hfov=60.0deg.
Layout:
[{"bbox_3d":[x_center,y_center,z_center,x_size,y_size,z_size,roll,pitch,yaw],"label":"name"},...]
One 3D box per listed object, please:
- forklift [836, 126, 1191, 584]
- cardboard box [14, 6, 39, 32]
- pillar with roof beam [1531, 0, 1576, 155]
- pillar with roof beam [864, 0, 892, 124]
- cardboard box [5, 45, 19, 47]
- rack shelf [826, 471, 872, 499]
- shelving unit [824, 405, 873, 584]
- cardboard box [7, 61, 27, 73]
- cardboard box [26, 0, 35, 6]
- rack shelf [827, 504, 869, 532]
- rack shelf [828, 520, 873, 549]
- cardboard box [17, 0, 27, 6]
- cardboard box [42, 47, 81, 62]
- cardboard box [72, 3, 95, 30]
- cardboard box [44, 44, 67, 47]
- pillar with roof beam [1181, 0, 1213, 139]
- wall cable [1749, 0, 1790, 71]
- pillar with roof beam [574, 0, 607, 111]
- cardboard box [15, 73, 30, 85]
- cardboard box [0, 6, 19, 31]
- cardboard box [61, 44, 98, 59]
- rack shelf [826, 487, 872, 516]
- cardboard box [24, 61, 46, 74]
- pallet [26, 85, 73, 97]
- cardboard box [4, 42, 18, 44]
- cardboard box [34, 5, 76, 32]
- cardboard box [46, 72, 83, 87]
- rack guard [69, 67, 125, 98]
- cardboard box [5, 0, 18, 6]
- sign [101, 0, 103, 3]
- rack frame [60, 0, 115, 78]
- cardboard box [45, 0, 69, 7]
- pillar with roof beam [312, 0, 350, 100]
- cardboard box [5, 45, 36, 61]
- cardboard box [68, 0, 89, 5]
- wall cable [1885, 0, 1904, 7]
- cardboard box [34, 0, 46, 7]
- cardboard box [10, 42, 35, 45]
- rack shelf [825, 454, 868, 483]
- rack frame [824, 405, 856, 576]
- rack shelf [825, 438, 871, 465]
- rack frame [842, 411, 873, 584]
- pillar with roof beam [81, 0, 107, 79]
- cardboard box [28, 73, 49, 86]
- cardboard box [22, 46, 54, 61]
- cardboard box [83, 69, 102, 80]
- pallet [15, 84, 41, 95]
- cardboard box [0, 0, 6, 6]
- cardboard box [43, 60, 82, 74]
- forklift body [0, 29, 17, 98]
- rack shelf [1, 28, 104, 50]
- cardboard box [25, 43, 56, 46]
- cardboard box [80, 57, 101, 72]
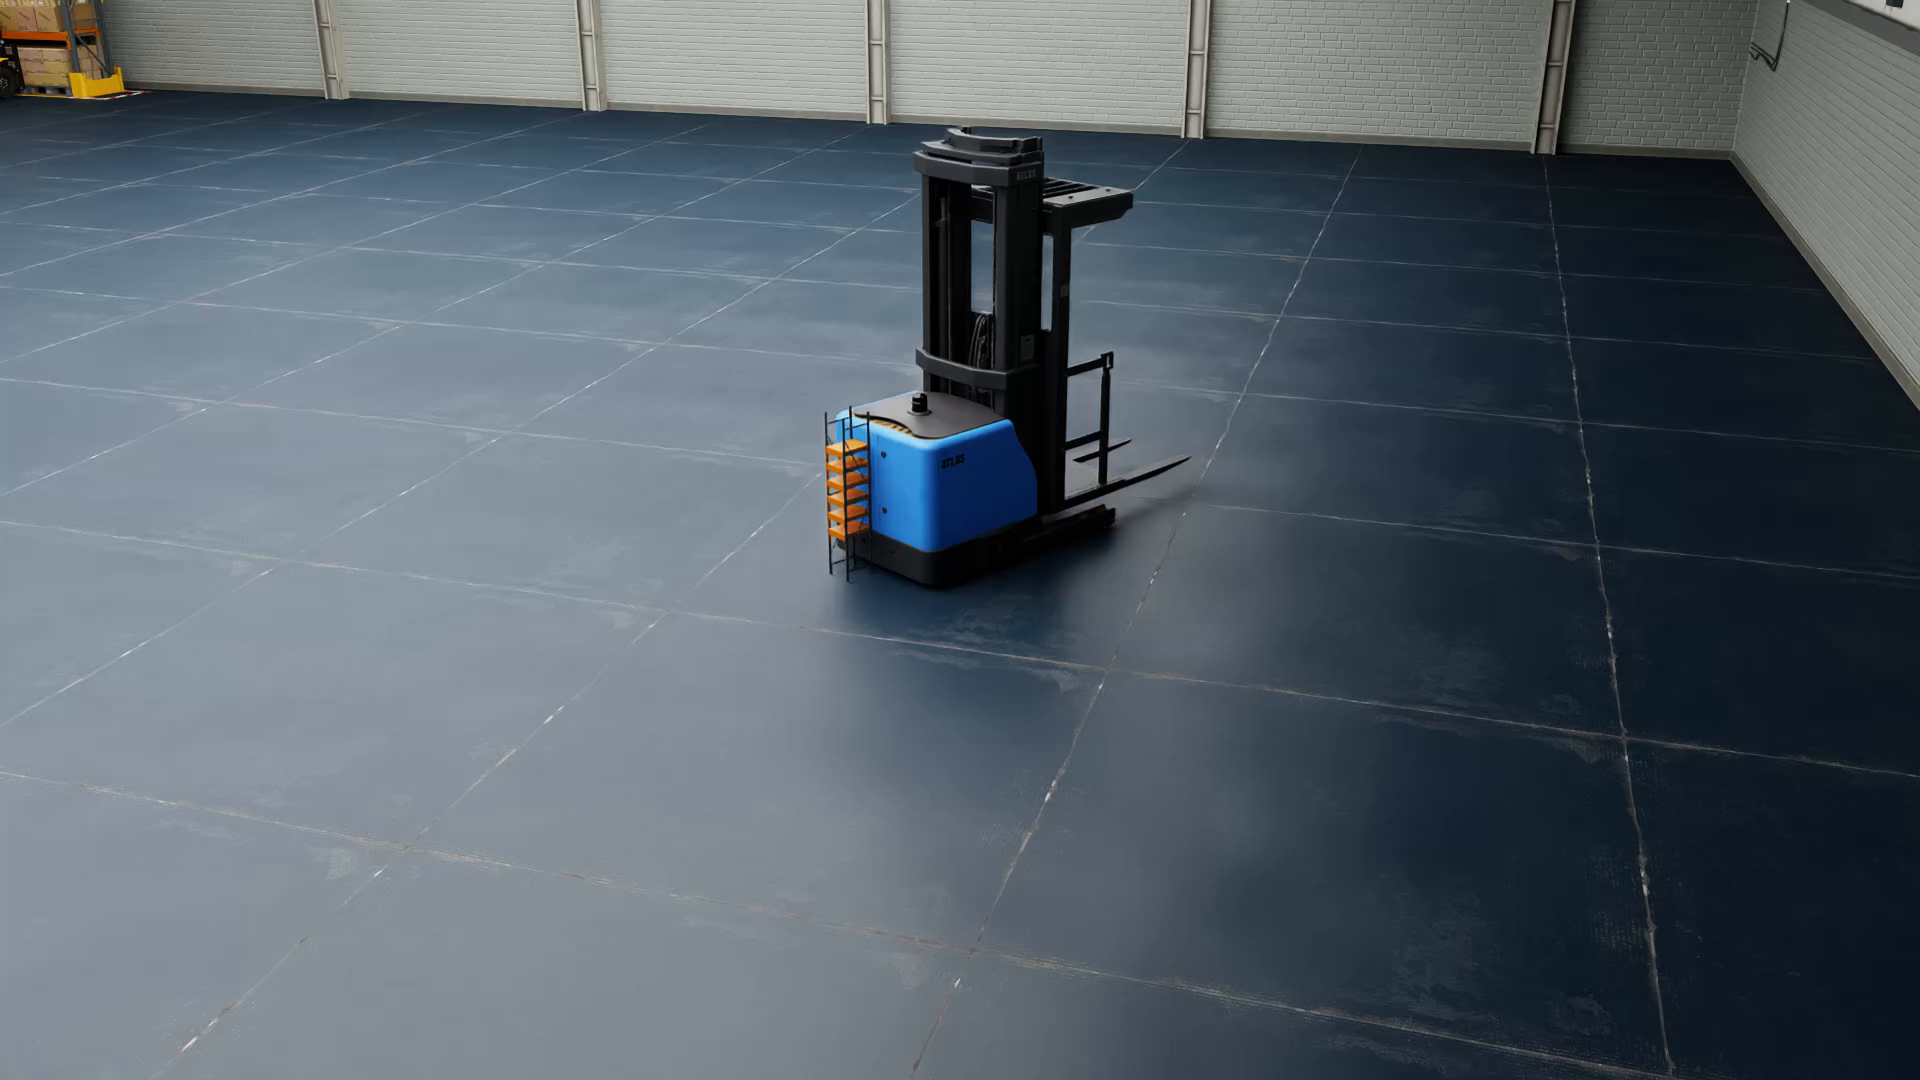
[{"bbox_3d":[0.527,-1.511,12.092,3.031,2.935,1.130,-20,30,-40],"label":"forklift"},{"bbox_3d":[-19.401,-10.954,34.890,0.500,0.500,0.500,7,23,17],"label":"cardboard box"},{"bbox_3d":[8.712,-9.215,22.878,0.400,9.000,9.100,7,23,16],"label":"pillar with roof beam"},{"bbox_3d":[-2.777,-10.531,26.085,0.400,9.000,9.100,7,23,16],"label":"pillar with roof beam"},{"bbox_3d":[-20.350,-10.374,35.362,0.500,0.250,0.500,6,23,14],"label":"cardboard box"},{"bbox_3d":[-0.763,-0.378,11.412,0.258,0.103,0.180,-20,30,-40],"label":"rack shelf"},{"bbox_3d":[-0.763,-0.309,11.441,0.258,1.200,0.189,-20,30,-40],"label":"shelving unit"},{"bbox_3d":[-19.893,-10.090,35.326,0.500,0.250,0.500,6,23,14],"label":"cardboard box"},{"bbox_3d":[-19.257,-11.239,34.731,0.250,0.149,0.380,7,23,17],"label":"cardboard box"},{"bbox_3d":[-0.762,-0.157,11.503,0.258,0.103,0.180,-20,30,-40],"label":"rack shelf"},{"bbox_3d":[-0.762,-0.046,11.549,0.258,0.103,0.180,-20,30,-40],"label":"rack shelf"},{"bbox_3d":[-19.491,-11.271,34.807,0.250,0.149,0.380,6,23,15],"label":"cardboard box"},{"bbox_3d":[-18.891,-10.211,34.962,0.500,0.250,0.500,7,23,17],"label":"cardboard box"},{"bbox_3d":[-18.754,-11.090,35.222,0.500,0.500,0.500,7,23,17],"label":"cardboard box"},{"bbox_3d":[-19.245,-10.448,35.542,0.500,0.250,0.500,7,23,16],"label":"cardboard box"},{"bbox_3d":[2.967,-9.873,24.482,0.400,9.000,9.100,7,23,16],"label":"pillar with roof beam"},{"bbox_3d":[12.394,-8.539,25.322,0.112,2.526,3.097,7,23,16],"label":"wall cable"},{"bbox_3d":[-8.521,-11.189,27.689,0.400,9.000,9.100,7,23,16],"label":"pillar with roof beam"},{"bbox_3d":[-19.851,-9.864,35.434,0.500,0.250,0.500,7,23,16],"label":"cardboard box"},{"bbox_3d":[-19.891,-11.010,35.026,0.500,0.500,0.500,6,23,14],"label":"cardboard box"},{"bbox_3d":[-18.765,-10.395,35.411,0.500,0.250,0.500,6,23,15],"label":"cardboard box"},{"bbox_3d":[-0.762,-0.268,11.458,0.258,0.103,0.180,-20,30,-40],"label":"rack shelf"},{"bbox_3d":[-19.393,-10.041,35.207,0.500,0.250,0.500,6,23,15],"label":"cardboard box"},{"bbox_3d":[-19.104,-9.667,35.559,1.213,0.211,1.003,7,23,16],"label":"pallet"},{"bbox_3d":[-20.692,-10.618,35.955,0.500,0.250,0.500,7,23,16],"label":"cardboard box"},{"bbox_3d":[-18.907,-10.894,34.743,0.500,0.500,0.500,6,23,14],"label":"cardboard box"},{"bbox_3d":[-18.901,-9.748,35.151,0.500,0.250,0.500,7,23,16],"label":"cardboard box"},{"bbox_3d":[-18.337,-9.730,35.331,0.348,0.500,1.175,7,23,16],"label":"rack guard"},{"bbox_3d":[-19.760,-11.283,34.837,0.250,0.149,0.380,6,23,14],"label":"cardboard box"},{"bbox_3d":[-18.194,-11.527,35.174,0.005,0.325,0.100,7,23,16],"label":"sign"},{"bbox_3d":[-18.360,-10.889,34.863,0.127,3.000,1.000,7,23,16],"label":"rack frame"},{"bbox_3d":[-18.773,-11.171,34.565,0.250,0.149,0.380,7,23,16],"label":"cardboard box"},{"bbox_3d":[-14.265,-11.846,29.292,0.400,9.000,9.100,7,23,16],"label":"pillar with roof beam"},{"bbox_3d":[-19.867,-10.316,35.219,0.500,0.250,0.500,7,23,16],"label":"cardboard box"},{"bbox_3d":[-18.610,-11.367,35.041,0.250,0.149,0.380,6,23,14],"label":"cardboard box"},{"bbox_3d":[9.636,-8.102,15.683,0.169,6.003,2.305,7,23,16],"label":"wall cable"},{"bbox_3d":[-19.026,-11.189,34.607,0.250,0.149,0.380,7,23,16],"label":"cardboard box"},{"bbox_3d":[-20.209,-10.566,35.828,0.500,0.250,0.500,6,23,14],"label":"cardboard box"},{"bbox_3d":[-0.763,-0.489,11.366,0.258,0.103,0.180,-20,30,-40],"label":"rack shelf"},{"bbox_3d":[-0.826,-0.334,11.502,0.240,1.200,0.006,-20,30,-40],"label":"rack frame"},{"bbox_3d":[-0.763,-0.600,11.321,0.258,0.103,0.180,-20,30,-40],"label":"rack shelf"},{"bbox_3d":[-0.699,-0.284,11.380,0.240,1.200,0.006,-20,30,-40],"label":"rack frame"},{"bbox_3d":[-20.009,-12.504,30.896,0.400,9.000,9.100,7,23,16],"label":"pillar with roof beam"},{"bbox_3d":[-19.374,-9.806,35.292,0.500,0.250,0.500,7,23,15],"label":"cardboard box"},{"bbox_3d":[-19.381,-10.264,35.093,0.500,0.250,0.500,7,23,16],"label":"cardboard box"},{"bbox_3d":[-18.773,-9.936,35.610,0.500,0.250,0.500,7,23,16],"label":"cardboard box"},{"bbox_3d":[-20.268,-9.802,35.887,1.213,0.211,1.003,7,23,15],"label":"pallet"},{"bbox_3d":[-20.008,-11.303,34.887,0.250,0.149,0.380,7,23,16],"label":"cardboard box"},{"bbox_3d":[-18.916,-9.982,35.063,0.500,0.250,0.500,6,23,15],"label":"cardboard box"},{"bbox_3d":[-20.702,-10.041,33.915,1.214,2.155,2.313,7,23,16],"label":"forklift body"},{"bbox_3d":[-20.274,-10.775,35.534,4.000,0.370,1.077,7,23,16],"label":"rack shelf"},{"bbox_3d":[-19.720,-10.507,35.685,0.500,0.250,0.500,6,23,15],"label":"cardboard box"},{"bbox_3d":[-18.750,-10.169,35.520,0.500,0.250,0.500,7,23,16],"label":"cardboard box"}]
